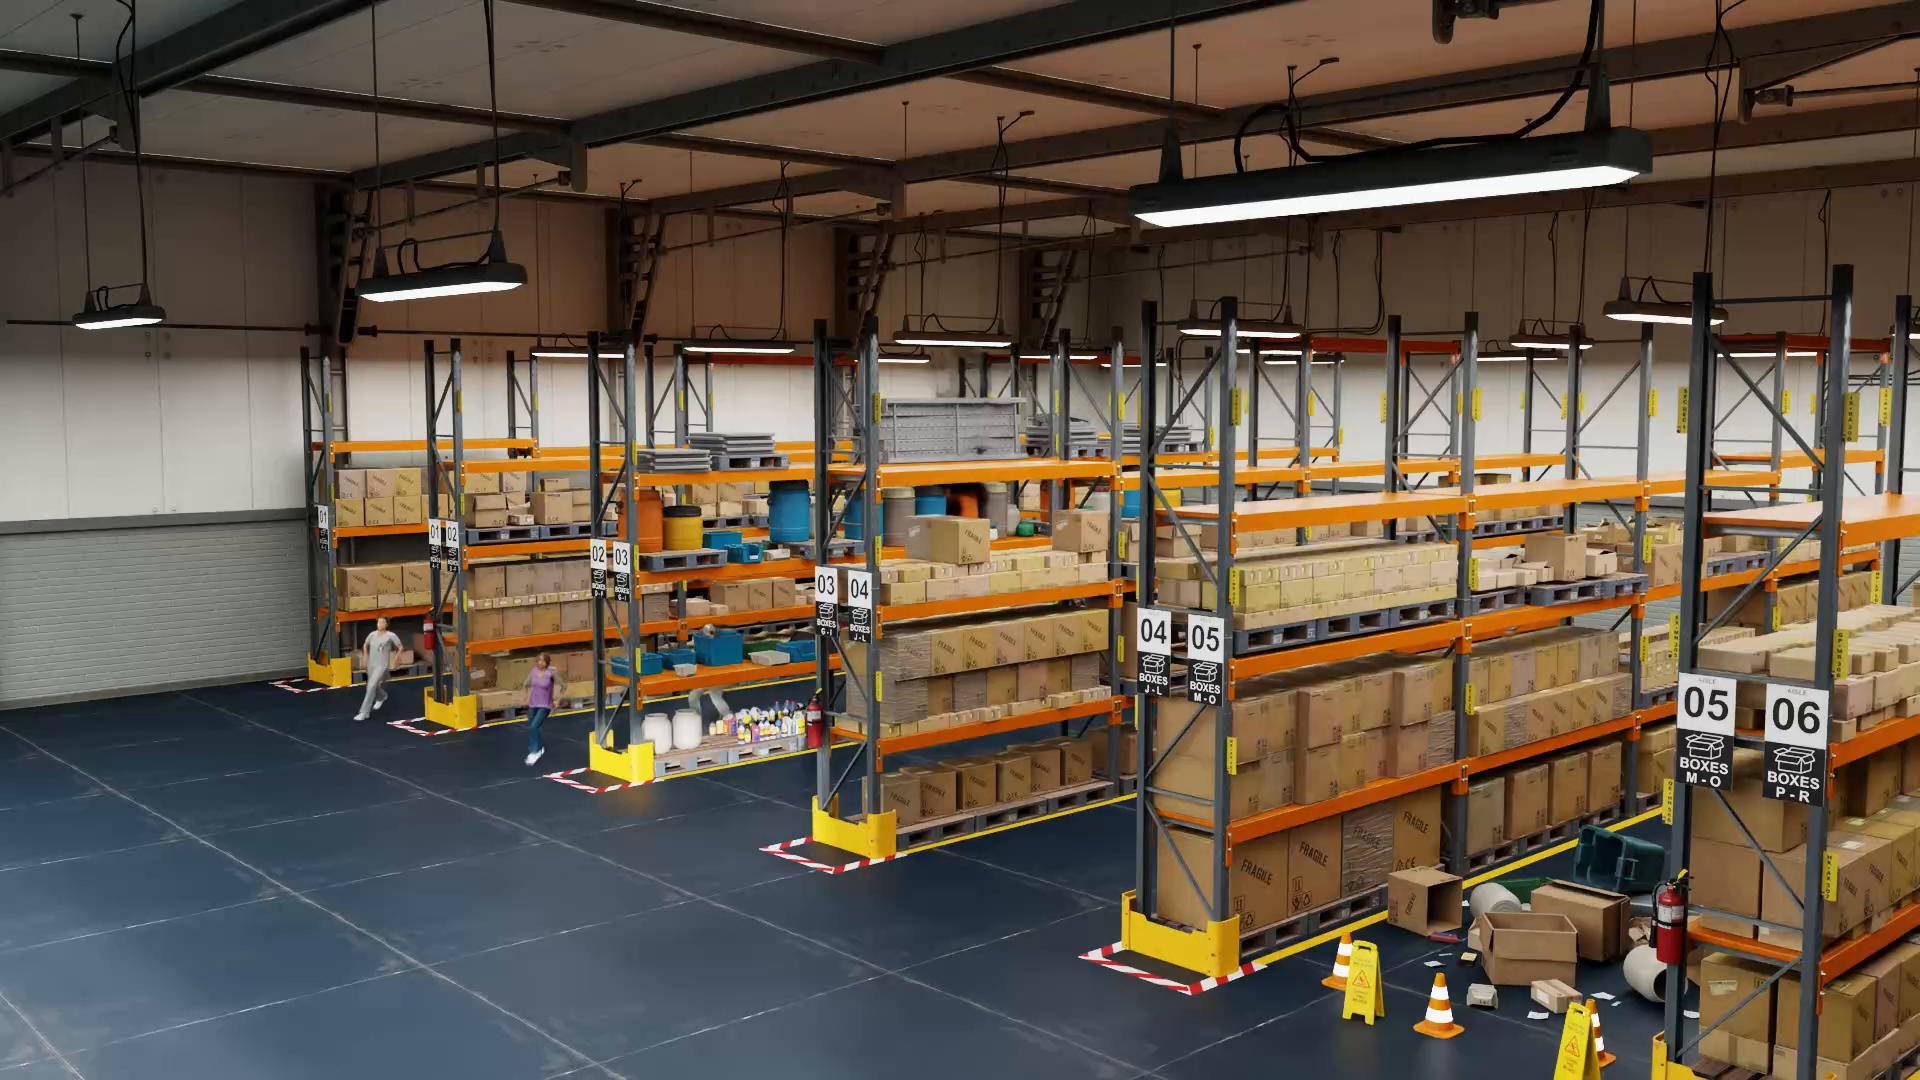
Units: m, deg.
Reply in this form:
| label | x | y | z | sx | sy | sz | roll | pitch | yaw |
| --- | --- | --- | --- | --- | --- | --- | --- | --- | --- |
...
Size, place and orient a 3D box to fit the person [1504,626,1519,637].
| label | x | y | z | sx | sy | sz | roll | pitch | yaw |
| --- | --- | --- | --- | --- | --- | --- | --- | --- | --- |
| person | 8.443 | 2.079 | 25.593 | 0.618 | 1.678 | 0.890 | 4 | 7 | 41 |

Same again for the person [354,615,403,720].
| label | x | y | z | sx | sy | sz | roll | pitch | yaw |
| --- | --- | --- | --- | --- | --- | --- | --- | --- | --- |
| person | -9.244 | 2.005 | 26.509 | 0.631 | 1.629 | 0.934 | 1 | 5 | 13 |

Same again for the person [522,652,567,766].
| label | x | y | z | sx | sy | sz | roll | pitch | yaw |
| --- | --- | --- | --- | --- | --- | --- | --- | --- | --- |
| person | -5.837 | 2.345 | 23.227 | 0.601 | 1.587 | 0.615 | 2 | 5 | 18 |

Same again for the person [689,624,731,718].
| label | x | y | z | sx | sy | sz | roll | pitch | yaw |
| --- | --- | --- | --- | --- | --- | --- | --- | --- | --- |
| person | -3.785 | 2.126 | 25.174 | 0.579 | 1.729 | 0.764 | 4 | 6 | 38 |
